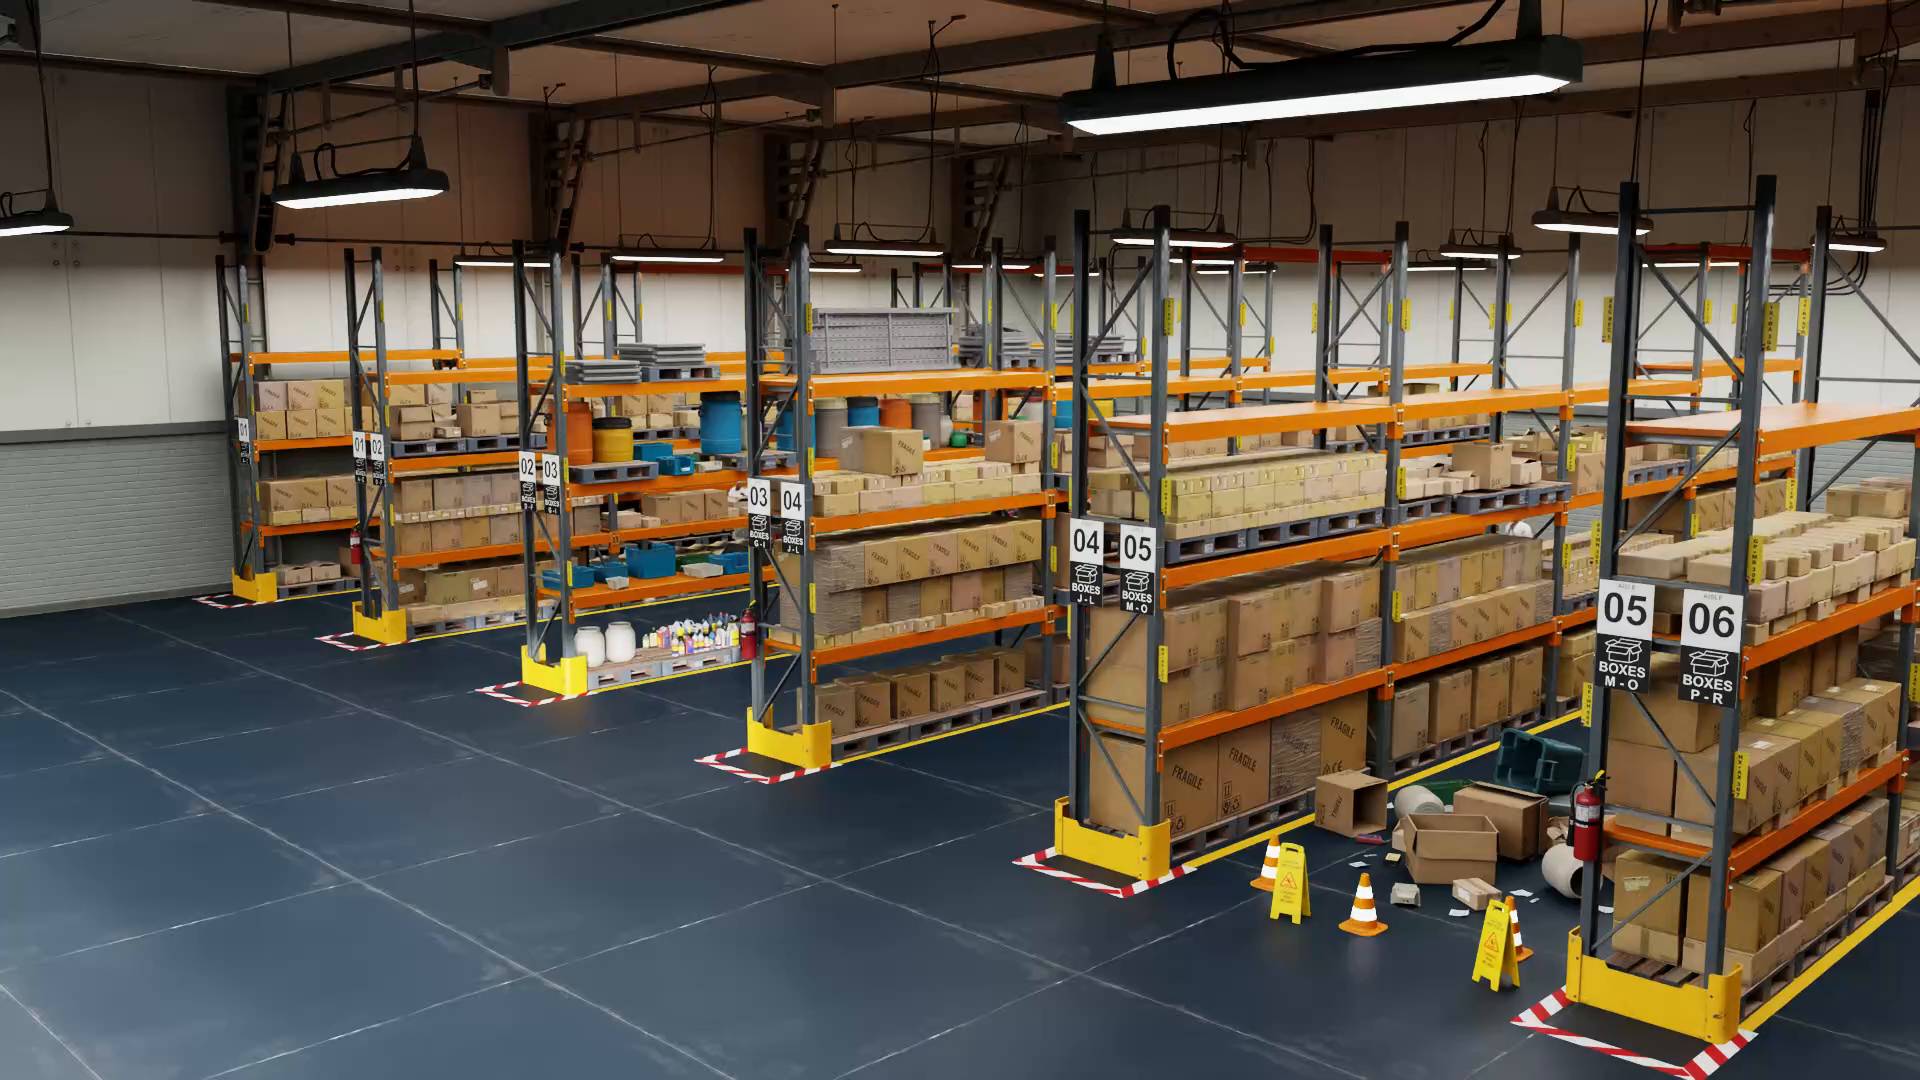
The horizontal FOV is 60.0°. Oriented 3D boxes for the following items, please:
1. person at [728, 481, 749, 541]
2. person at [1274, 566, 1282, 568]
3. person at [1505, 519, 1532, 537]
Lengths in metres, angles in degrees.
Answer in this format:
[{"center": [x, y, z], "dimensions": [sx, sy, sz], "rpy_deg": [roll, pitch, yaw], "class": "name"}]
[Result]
[{"center": [-4.573, -0.515, 34.466], "dimensions": [0.470, 1.614, 0.940], "rpy_deg": [6, 10, 35], "class": "person"}, {"center": [4.368, 1.120, 23.059], "dimensions": [0.475, 1.600, 0.404], "rpy_deg": [-5, 10, -33], "class": "person"}, {"center": [9.345, 0.321, 27.991], "dimensions": [0.543, 1.719, 1.141], "rpy_deg": [7, 11, 42], "class": "person"}]
